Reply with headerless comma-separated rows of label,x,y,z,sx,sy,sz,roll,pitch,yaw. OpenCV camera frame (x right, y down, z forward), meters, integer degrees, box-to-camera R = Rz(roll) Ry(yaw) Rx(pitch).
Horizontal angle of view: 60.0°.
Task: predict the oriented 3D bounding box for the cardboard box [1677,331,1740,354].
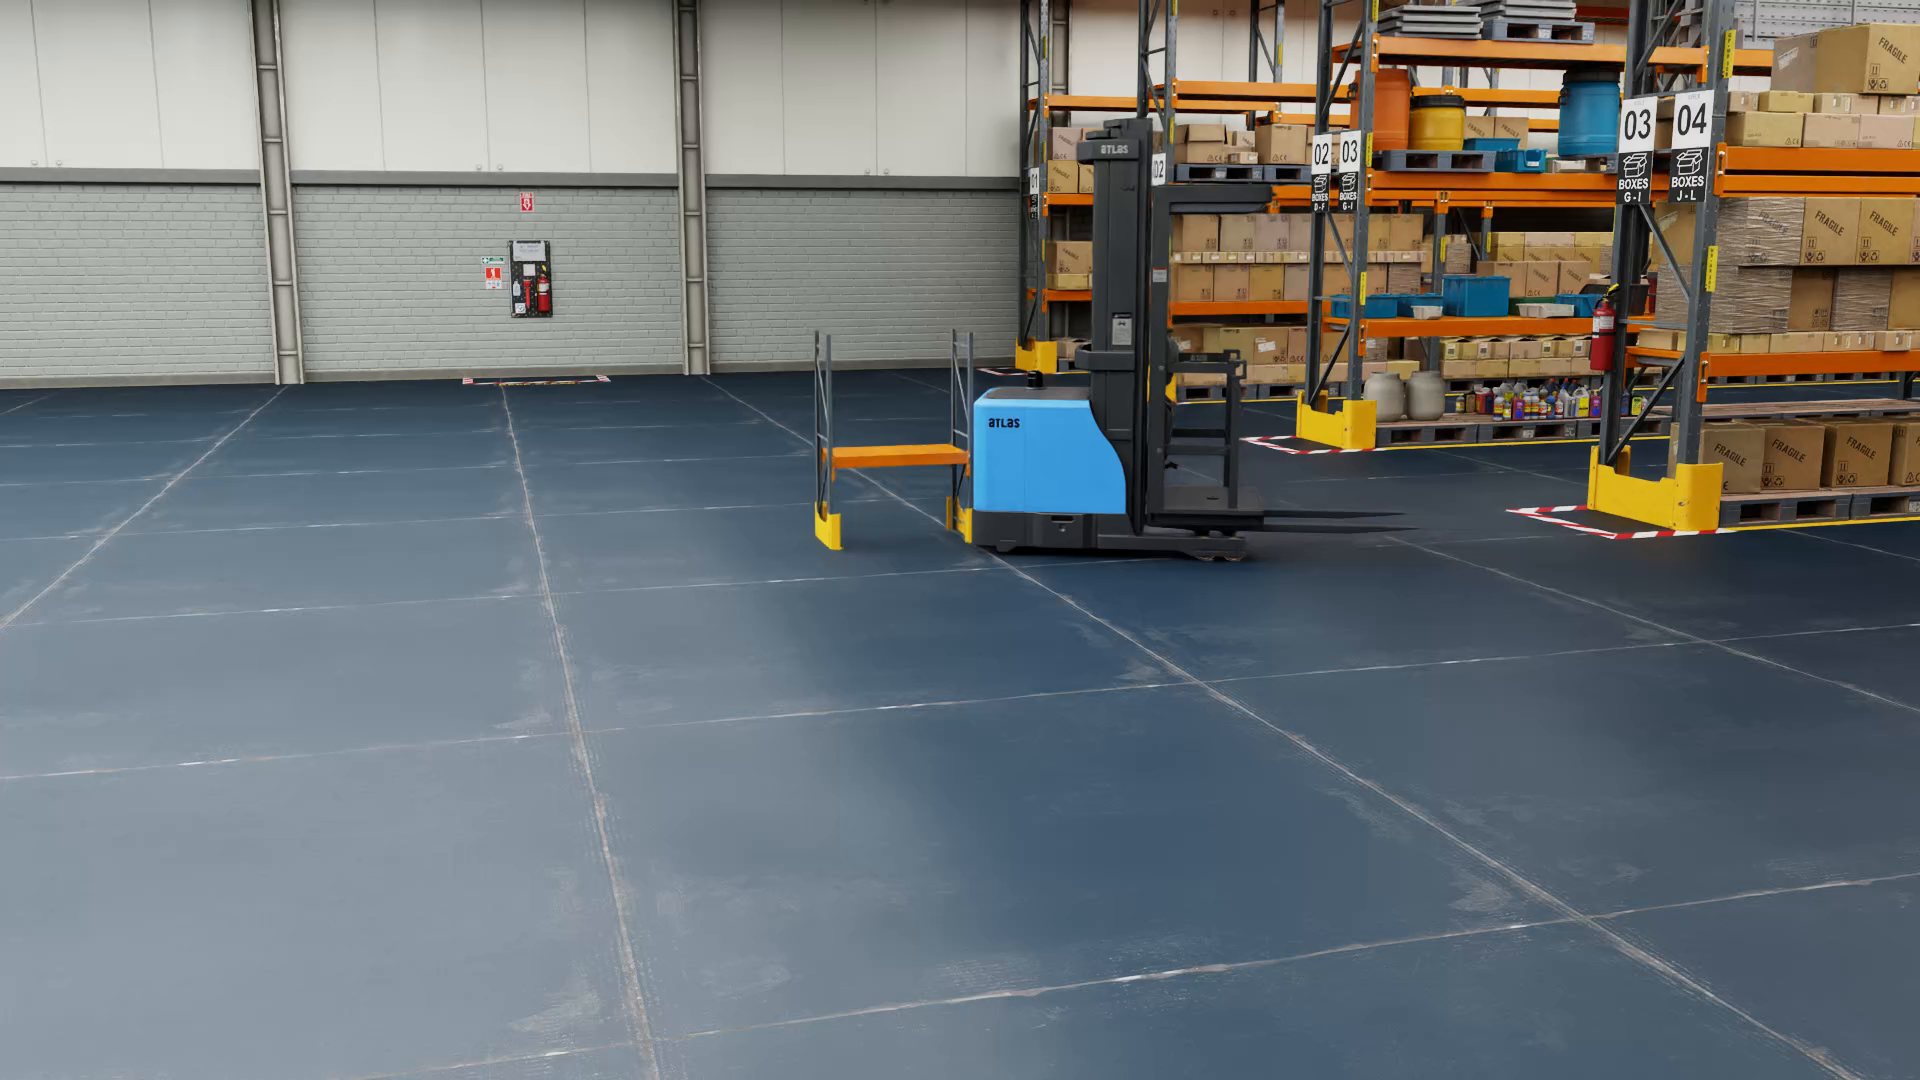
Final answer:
cardboard box,5.650,-1.491,12.554,0.250,0.149,0.380,-3,11,-16

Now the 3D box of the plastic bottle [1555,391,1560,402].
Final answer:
plastic bottle,6.546,-1.488,18.130,0.133,0.283,0.061,-3,11,-16

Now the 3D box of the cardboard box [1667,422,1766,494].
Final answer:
cardboard box,5.914,-0.647,13.023,0.500,0.500,0.500,-1,10,-5

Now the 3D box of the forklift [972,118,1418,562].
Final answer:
forklift,1.636,-1.396,11.533,3.031,2.935,1.130,1,11,7

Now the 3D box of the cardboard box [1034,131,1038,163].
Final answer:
cardboard box,1.497,-6.318,26.703,0.500,0.500,0.500,-3,11,-13

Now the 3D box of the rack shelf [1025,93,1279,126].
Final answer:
rack shelf,3.076,-6.921,26.782,4.000,0.370,1.077,-3,11,-16

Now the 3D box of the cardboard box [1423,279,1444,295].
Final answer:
cardboard box,6.845,-3.525,23.324,0.500,0.250,0.500,-2,11,-12

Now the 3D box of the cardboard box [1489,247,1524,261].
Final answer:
cardboard box,9.375,-4.815,28.764,0.500,0.500,0.500,-3,11,-14

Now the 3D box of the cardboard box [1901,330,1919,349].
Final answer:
cardboard box,7.320,-1.586,13.069,0.250,0.149,0.380,-3,11,-16

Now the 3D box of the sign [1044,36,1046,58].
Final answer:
sign,1.308,-7.579,25.563,0.005,0.325,0.100,-3,11,-16

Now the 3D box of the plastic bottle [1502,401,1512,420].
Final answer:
plastic bottle,5.852,-1.386,17.802,0.097,0.201,0.097,0,10,0

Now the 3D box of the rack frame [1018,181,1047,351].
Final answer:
rack frame,1.156,-4.225,26.710,0.127,3.000,1.000,-3,11,-16

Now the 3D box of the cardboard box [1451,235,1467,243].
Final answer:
cardboard box,8.514,-5.191,28.679,0.250,0.149,0.380,-5,11,-23

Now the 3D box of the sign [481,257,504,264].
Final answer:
sign,-7.111,-4.255,25.314,0.331,0.109,0.001,-3,11,-16

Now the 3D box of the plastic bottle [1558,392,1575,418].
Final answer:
plastic bottle,6.576,-1.466,18.030,0.135,0.276,0.152,-3,11,-15

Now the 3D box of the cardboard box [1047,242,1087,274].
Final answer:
cardboard box,1.698,-4.502,26.502,0.500,0.500,0.500,-3,11,-16

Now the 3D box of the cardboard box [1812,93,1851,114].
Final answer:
cardboard box,6.404,-3.245,12.415,0.250,0.149,0.380,-3,11,-14

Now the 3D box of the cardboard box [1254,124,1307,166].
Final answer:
cardboard box,4.215,-5.200,21.901,0.500,0.500,0.500,-3,11,-16

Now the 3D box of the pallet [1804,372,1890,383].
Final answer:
pallet,13.296,-2.552,25.326,1.213,0.211,1.003,-3,11,-16

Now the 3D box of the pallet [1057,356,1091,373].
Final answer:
pallet,2.019,-2.892,27.174,1.213,0.211,1.003,-3,11,-16

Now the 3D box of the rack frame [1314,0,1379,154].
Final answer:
rack frame,3.925,-5.453,16.812,0.127,3.000,1.000,-3,11,-16

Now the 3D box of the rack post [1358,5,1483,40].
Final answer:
rack post,4.686,-5.223,16.945,0.954,0.300,0.937,-2,11,-10

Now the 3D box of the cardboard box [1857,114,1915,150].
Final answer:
cardboard box,6.815,-3.074,12.589,0.500,0.250,0.500,-3,11,-16

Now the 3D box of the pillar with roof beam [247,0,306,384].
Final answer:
pillar with roof beam,-8.732,-6.005,19.813,0.400,9.000,9.100,-3,11,-16

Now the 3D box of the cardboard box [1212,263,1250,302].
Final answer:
cardboard box,3.499,-3.462,22.290,0.500,0.500,0.700,-3,11,-14

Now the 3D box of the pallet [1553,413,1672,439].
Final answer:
pallet,7.109,-1.307,18.562,1.213,0.211,1.003,-3,11,-16

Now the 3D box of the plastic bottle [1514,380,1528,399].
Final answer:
plastic bottle,6.285,-1.619,18.656,0.185,0.351,0.144,-3,11,-16

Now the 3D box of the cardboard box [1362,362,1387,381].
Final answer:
cardboard box,5.518,-2.335,22.882,0.500,0.250,0.500,-3,11,-16

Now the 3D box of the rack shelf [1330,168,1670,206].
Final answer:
rack shelf,5.845,-3.725,17.699,4.000,0.370,1.077,-3,11,-16

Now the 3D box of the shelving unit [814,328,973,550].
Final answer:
shelving unit,-0.468,-0.745,11.950,1.083,1.500,0.587,-3,11,-15

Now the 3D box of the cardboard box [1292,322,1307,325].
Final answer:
cardboard box,4.892,-2.770,23.170,0.500,0.500,0.500,-3,11,-16

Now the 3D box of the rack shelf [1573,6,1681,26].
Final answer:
rack shelf,10.757,-8.962,28.680,4.000,0.370,1.077,-3,11,-16

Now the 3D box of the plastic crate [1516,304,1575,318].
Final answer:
plastic crate,6.277,-2.449,17.793,0.437,0.136,0.530,-3,11,-16

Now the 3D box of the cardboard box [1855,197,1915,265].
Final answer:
cardboard box,6.875,-2.359,12.715,0.500,0.500,0.500,-3,11,-16

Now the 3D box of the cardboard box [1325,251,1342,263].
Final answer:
cardboard box,4.964,-3.819,22.441,0.250,0.149,0.380,-3,11,-14

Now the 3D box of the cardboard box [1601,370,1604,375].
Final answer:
cardboard box,9.294,-2.527,23.924,0.500,0.250,0.500,-3,11,-17

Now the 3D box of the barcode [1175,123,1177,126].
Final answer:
barcode,3.542,-6.841,27.390,0.075,0.075,0.001,-3,11,-16

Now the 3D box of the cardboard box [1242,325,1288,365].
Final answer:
cardboard box,4.077,-2.629,22.403,0.500,0.500,0.500,-3,11,-16

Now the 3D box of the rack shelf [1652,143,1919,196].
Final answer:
rack shelf,7.230,-2.864,13.022,4.000,0.370,1.077,-3,11,-16

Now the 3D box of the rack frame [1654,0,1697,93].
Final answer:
rack frame,10.225,-6.719,23.690,0.127,3.000,1.000,-3,11,-16

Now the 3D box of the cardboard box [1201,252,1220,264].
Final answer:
cardboard box,3.234,-3.728,21.946,0.250,0.149,0.380,-3,11,-17

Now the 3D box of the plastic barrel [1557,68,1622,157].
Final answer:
plastic barrel,6.780,-4.602,17.928,0.708,0.901,0.600,-3,11,-16

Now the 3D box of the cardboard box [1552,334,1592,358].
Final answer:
cardboard box,8.809,-2.777,23.731,0.500,0.311,0.500,-3,11,-16

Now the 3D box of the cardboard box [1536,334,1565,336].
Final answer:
cardboard box,8.648,-2.870,24.236,0.500,0.311,0.500,-3,11,-17

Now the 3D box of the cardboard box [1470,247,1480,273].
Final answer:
cardboard box,9.217,-4.905,29.251,0.500,0.500,0.500,-3,11,-16

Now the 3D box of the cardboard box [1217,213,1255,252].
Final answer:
cardboard box,3.550,-4.103,22.188,0.500,0.500,0.700,-3,11,-17

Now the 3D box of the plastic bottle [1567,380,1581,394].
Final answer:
plastic bottle,6.915,-1.625,18.689,0.185,0.351,0.144,-3,11,-16

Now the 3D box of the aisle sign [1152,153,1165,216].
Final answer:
aisle sign,2.567,-4.586,21.491,0.004,0.787,0.394,-3,11,-16

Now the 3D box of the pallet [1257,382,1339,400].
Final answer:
pallet,4.436,-2.100,22.868,1.213,0.211,1.003,-3,11,-16
